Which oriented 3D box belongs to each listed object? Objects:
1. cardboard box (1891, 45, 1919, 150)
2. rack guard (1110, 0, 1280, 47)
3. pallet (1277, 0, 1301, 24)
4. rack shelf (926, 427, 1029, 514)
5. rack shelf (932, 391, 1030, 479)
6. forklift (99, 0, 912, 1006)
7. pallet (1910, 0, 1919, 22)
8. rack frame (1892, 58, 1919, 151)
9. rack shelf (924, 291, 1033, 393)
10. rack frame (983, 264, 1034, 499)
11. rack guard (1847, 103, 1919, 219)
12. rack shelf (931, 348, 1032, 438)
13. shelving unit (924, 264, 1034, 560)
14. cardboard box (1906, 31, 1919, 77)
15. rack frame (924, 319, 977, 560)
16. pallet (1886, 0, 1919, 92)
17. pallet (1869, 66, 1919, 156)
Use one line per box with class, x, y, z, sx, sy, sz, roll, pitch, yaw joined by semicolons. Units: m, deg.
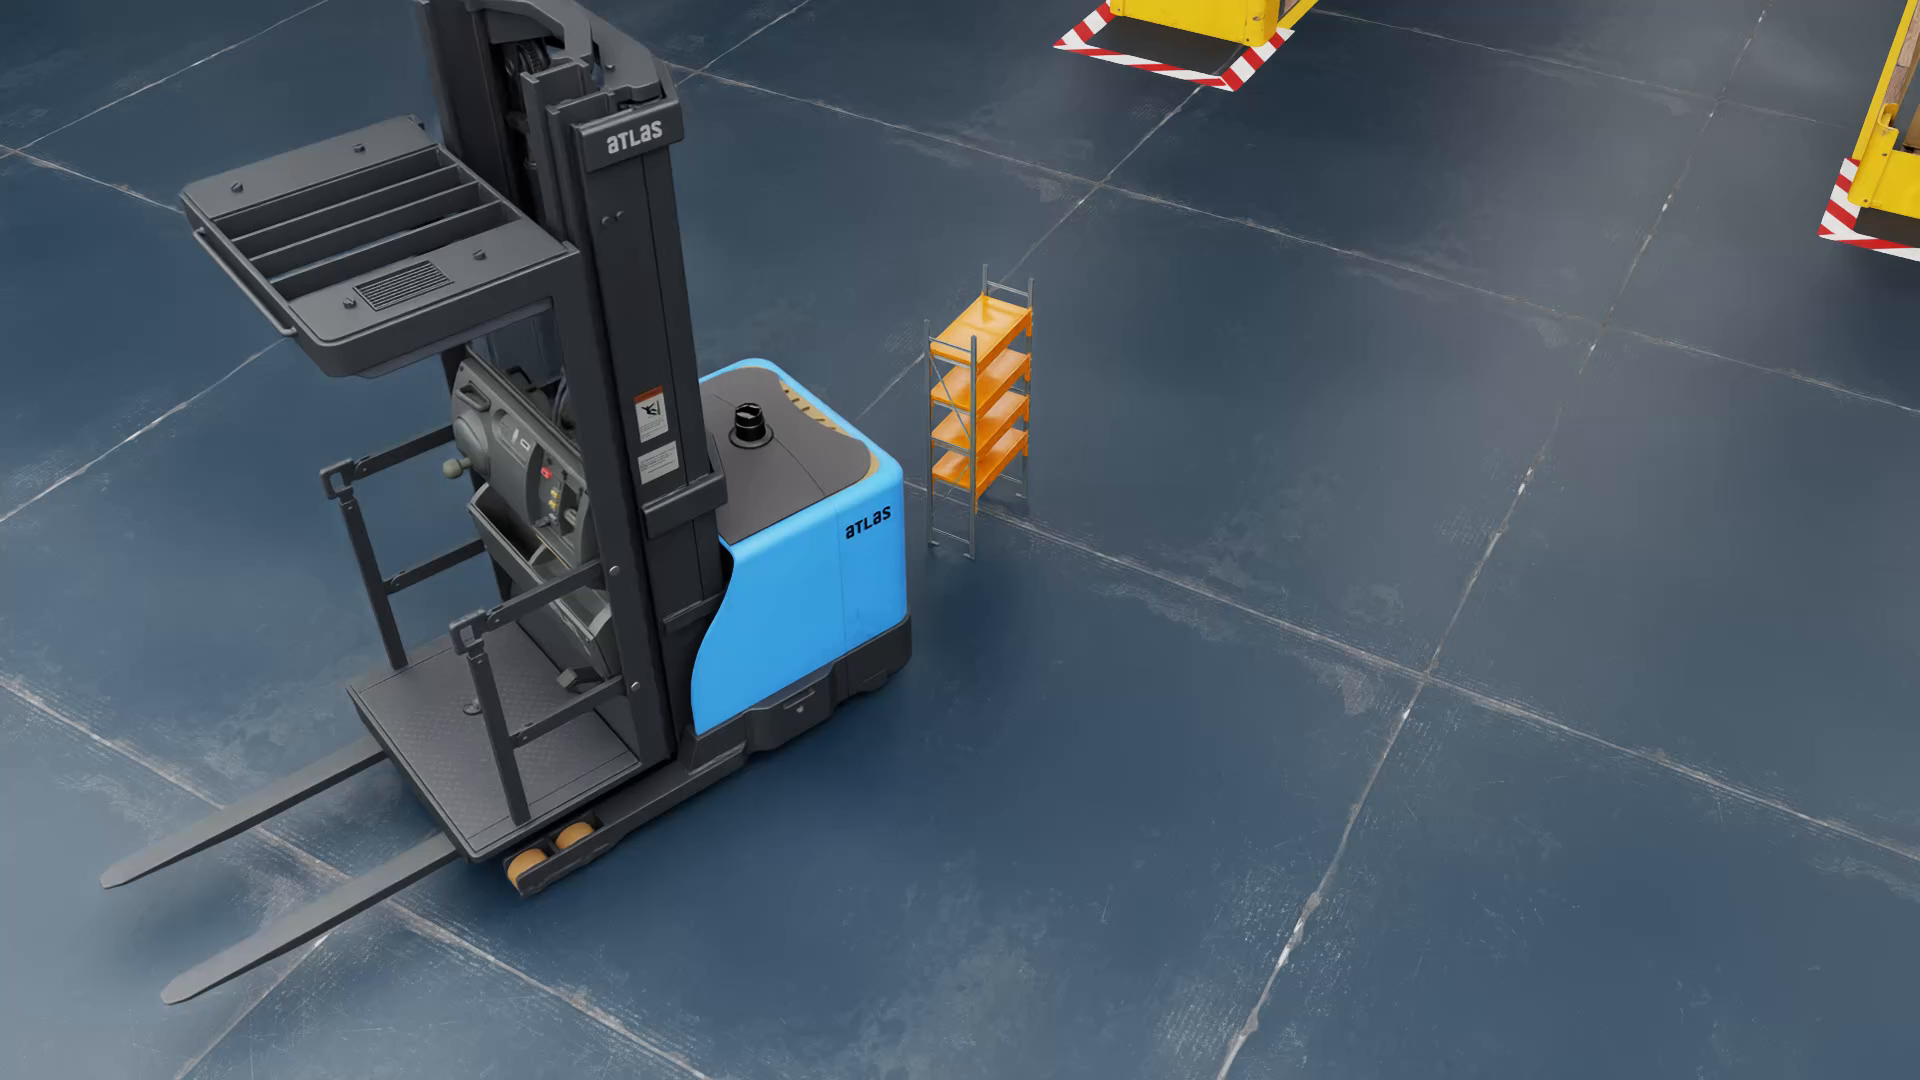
cardboard box;6.122;-2.810;9.776;0.875;0.875;0.875;21;46;22
rack guard;1.634;-3.843;11.551;1.175;0.500;0.348;21;45;22
pallet;2.072;-4.188;12.162;1.003;0.211;1.213;21;45;22
rack shelf;0.083;-0.345;7.452;0.258;0.148;0.480;21;45;22
rack shelf;0.083;-0.495;7.321;0.258;0.148;0.480;21;45;22
forklift;-1.661;-0.201;5.576;3.031;2.935;1.130;-28;49;-28
pallet;7.393;-3.873;11.804;1.003;0.211;1.213;21;45;22
rack frame;5.840;-3.040;8.748;1.000;3.000;0.127;21;45;22
rack shelf;0.083;-0.840;7.017;0.258;0.148;0.480;21;45;22
rack frame;0.205;-0.685;7.435;0.240;1.200;0.015;21;45;22
rack guard;5.828;-2.088;9.558;1.175;0.500;0.348;21;45;22
rack shelf;0.083;-0.662;7.173;0.258;0.148;0.480;21;45;22
shelving unit;0.083;-0.545;7.277;0.258;1.200;0.503;21;45;22
cardboard box;6.561;-3.314;10.349;0.875;0.875;0.875;20;45;21
rack frame;-0.039;-0.405;7.118;0.240;1.200;0.015;21;45;22
pallet;6.784;-3.172;11.008;1.003;0.211;1.213;21;45;22
pallet;6.172;-2.477;10.218;1.003;0.211;1.213;21;45;22
